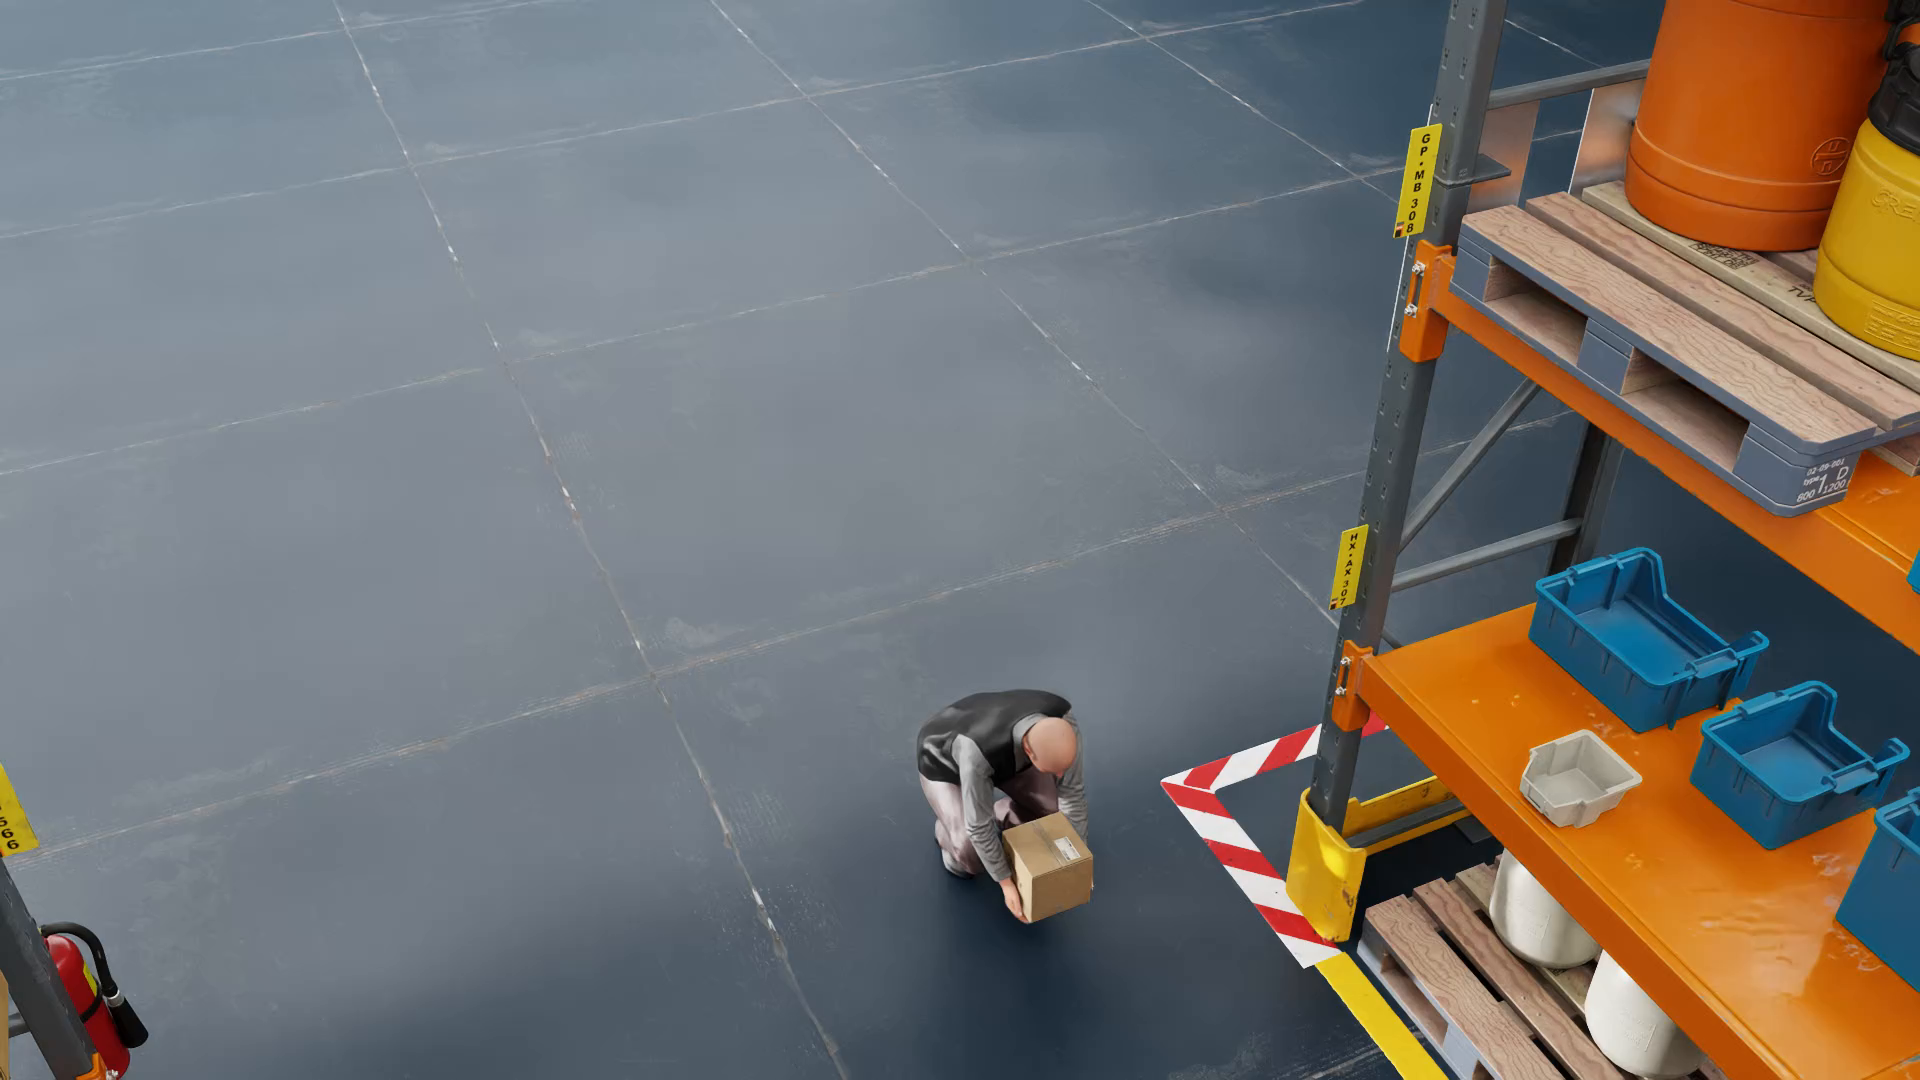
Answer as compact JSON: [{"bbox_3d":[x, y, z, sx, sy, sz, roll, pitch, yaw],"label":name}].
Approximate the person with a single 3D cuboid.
[{"bbox_3d":[0.174,0.913,6.310,0.529,0.960,0.853,-16,40,-20],"label":"person"}]
